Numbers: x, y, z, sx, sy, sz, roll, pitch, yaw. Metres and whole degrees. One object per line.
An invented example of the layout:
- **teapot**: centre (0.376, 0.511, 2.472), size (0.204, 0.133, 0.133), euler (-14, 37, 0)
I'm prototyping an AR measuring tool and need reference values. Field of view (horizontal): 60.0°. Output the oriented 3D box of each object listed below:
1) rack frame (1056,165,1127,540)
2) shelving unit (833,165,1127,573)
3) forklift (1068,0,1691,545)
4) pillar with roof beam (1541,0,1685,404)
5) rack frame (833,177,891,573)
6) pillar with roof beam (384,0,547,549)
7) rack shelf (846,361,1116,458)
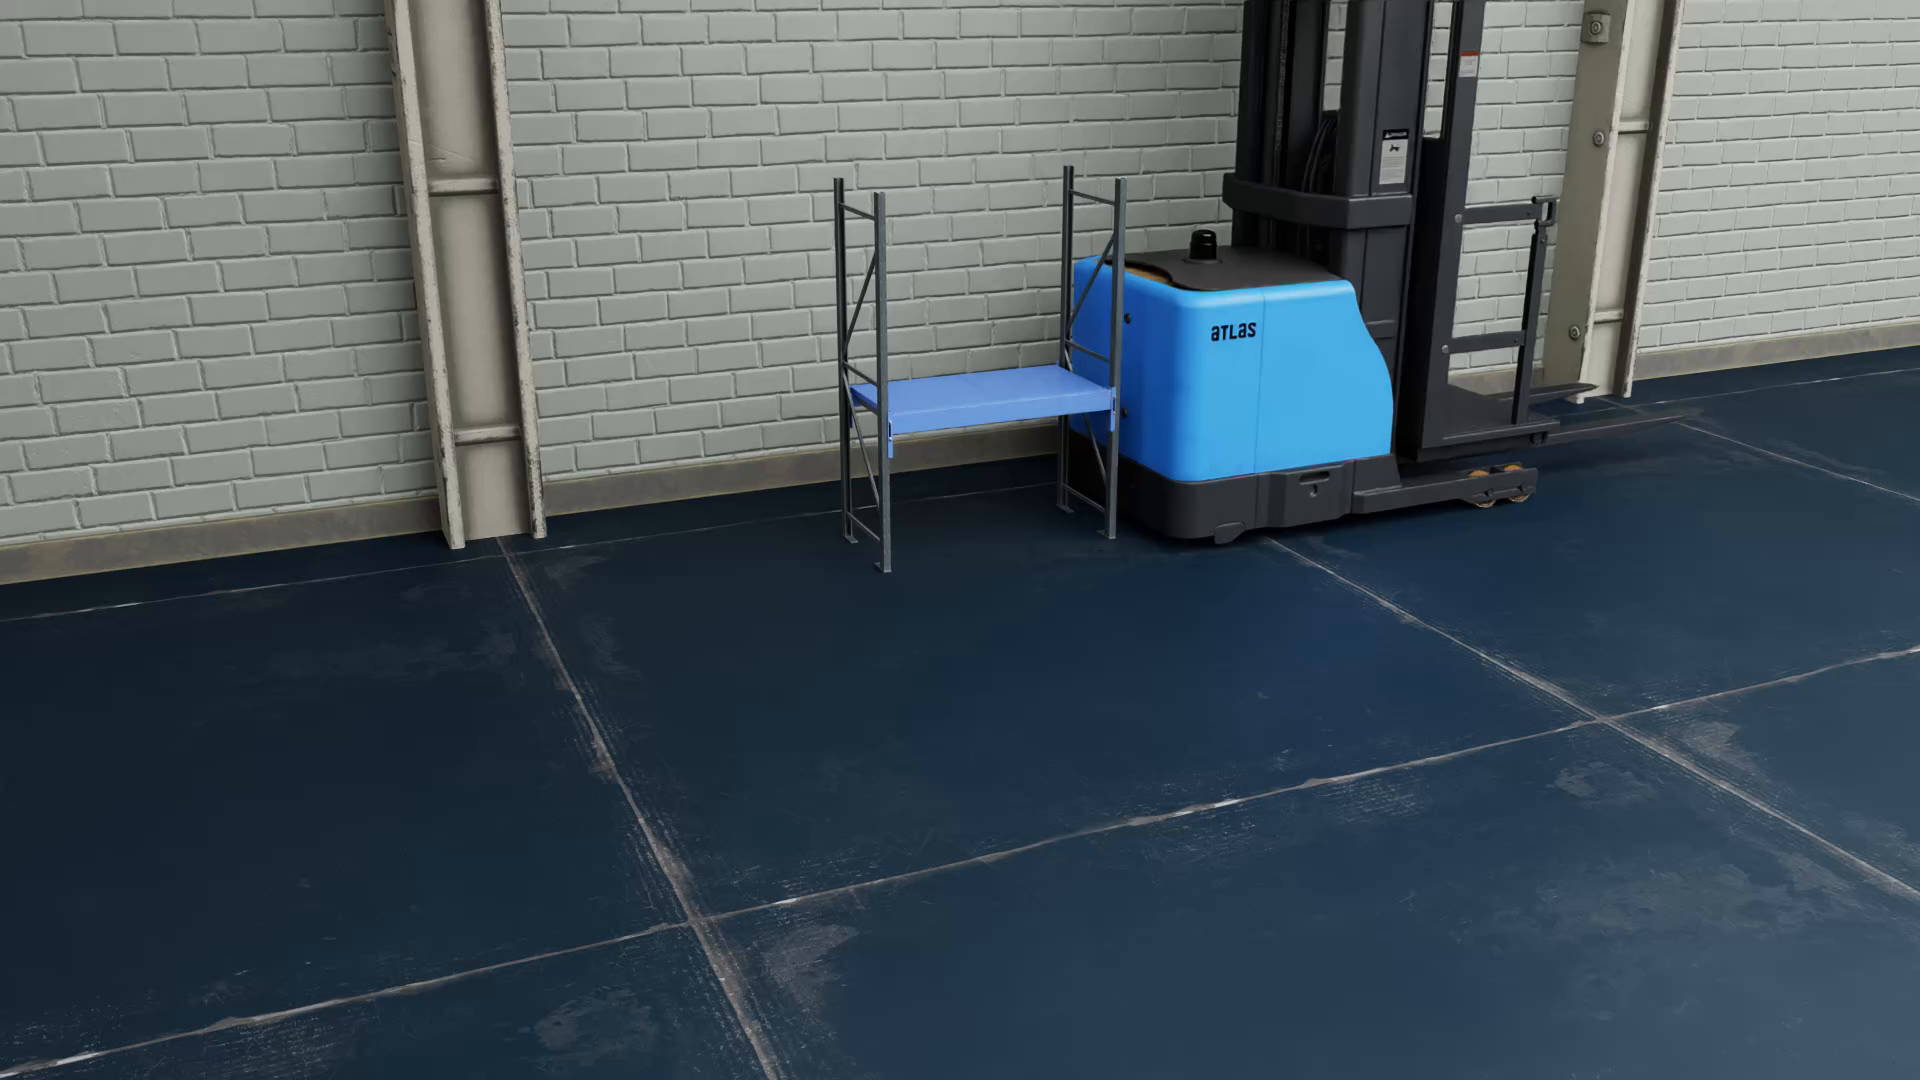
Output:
- **rack frame**: centre (0.545, -0.786, 6.995), size (0.032, 1.500, 0.500), euler (-8, 21, -22)
- **shelving unit**: centre (0.078, -0.719, 6.805), size (1.048, 1.500, 0.538), euler (-8, 21, -22)
- **forklift**: centre (2.043, -1.674, 7.364), size (3.031, 2.935, 1.130), euler (-9, 21, -23)
- **pillar with roof beam**: centre (5.219, -3.755, 4.138), size (0.400, 9.000, 9.100), euler (-8, 21, -22)
- **rack frame**: centre (-0.388, -0.652, 6.615), size (0.032, 1.500, 0.500), euler (-8, 21, -22)
- **pillar with roof beam**: centre (-0.290, -2.966, 1.896), size (0.400, 9.000, 9.100), euler (-8, 21, -22)
- **rack shelf**: centre (0.078, -0.549, 6.865), size (1.000, 0.185, 0.538), euler (-8, 21, -22)
